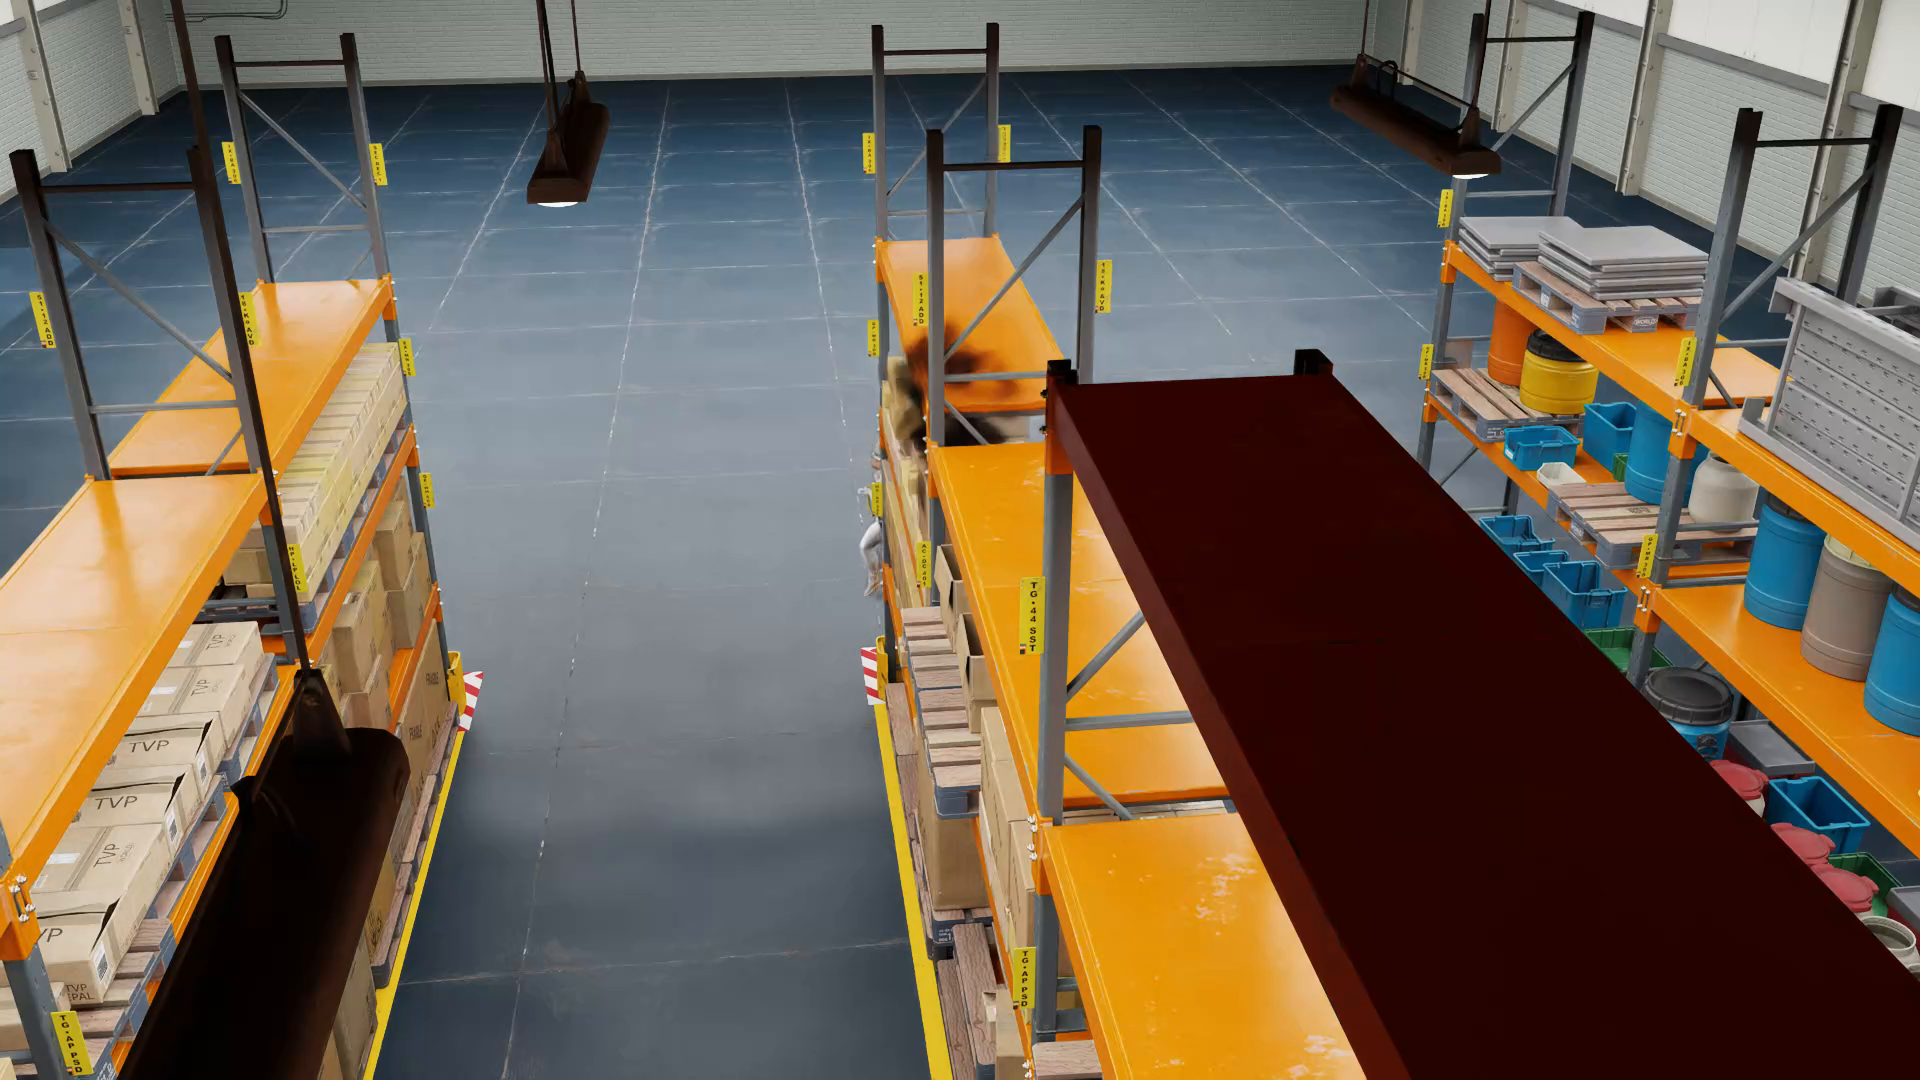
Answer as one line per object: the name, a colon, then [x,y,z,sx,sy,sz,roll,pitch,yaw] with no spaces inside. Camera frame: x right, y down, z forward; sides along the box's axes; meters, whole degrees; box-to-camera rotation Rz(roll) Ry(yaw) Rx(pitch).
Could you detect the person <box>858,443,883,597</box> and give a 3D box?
person: [-0.672,-0.138,16.872,0.816,1.713,0.638,9,27,18]
